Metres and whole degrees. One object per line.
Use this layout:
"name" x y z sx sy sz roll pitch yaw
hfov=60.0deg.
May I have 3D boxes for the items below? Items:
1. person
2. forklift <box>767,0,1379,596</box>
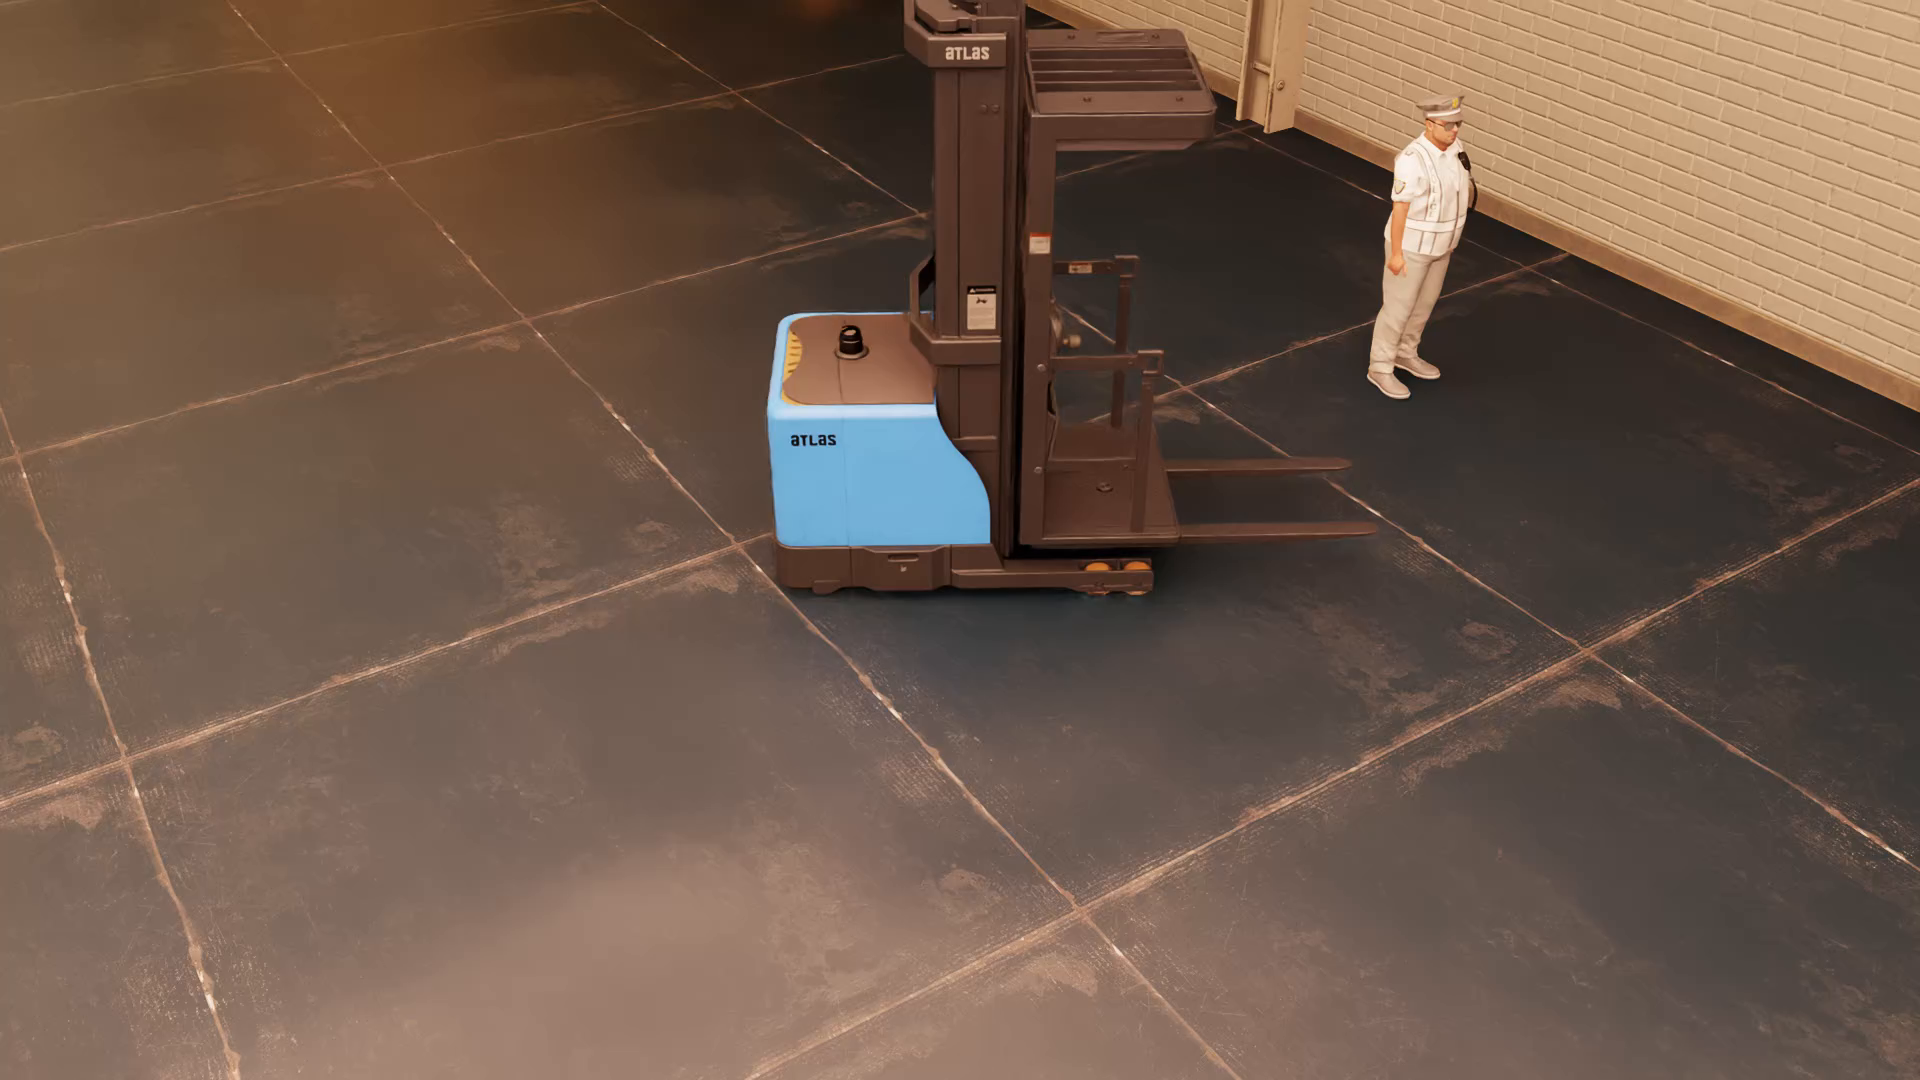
"person" 2.675 -1.717 9.605 0.521 1.770 0.399 -28 44 -34
"forklift" 0.587 -1.227 7.893 3.031 2.935 1.130 -1 35 -1
